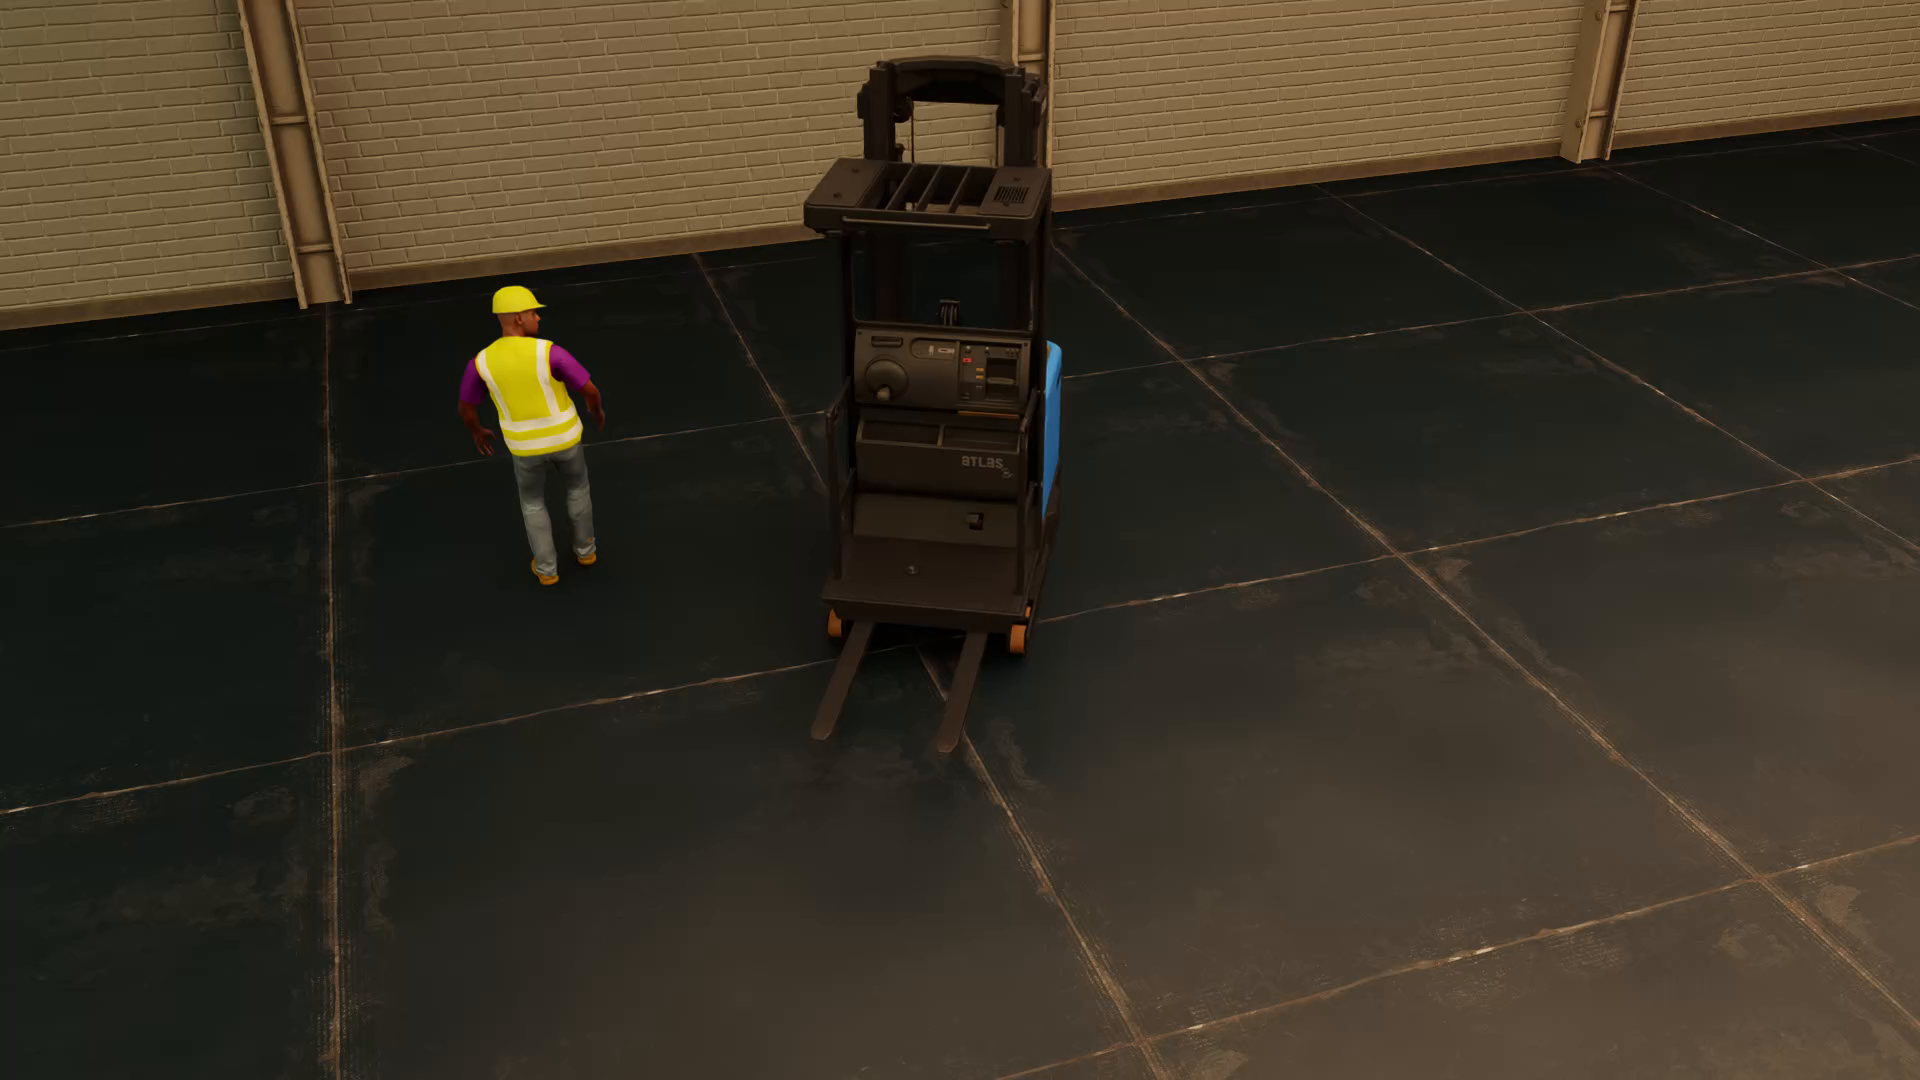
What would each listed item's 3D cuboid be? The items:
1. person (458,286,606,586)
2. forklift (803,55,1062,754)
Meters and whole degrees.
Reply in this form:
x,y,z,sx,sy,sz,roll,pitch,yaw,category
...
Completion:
x,y,z,sx,sy,sz,roll,pitch,yaw,category
-2.378,-0.601,9.335,0.777,1.734,0.511,-5,30,-9,person
-0.128,-0.846,8.558,1.130,2.935,3.031,5,30,8,forklift
